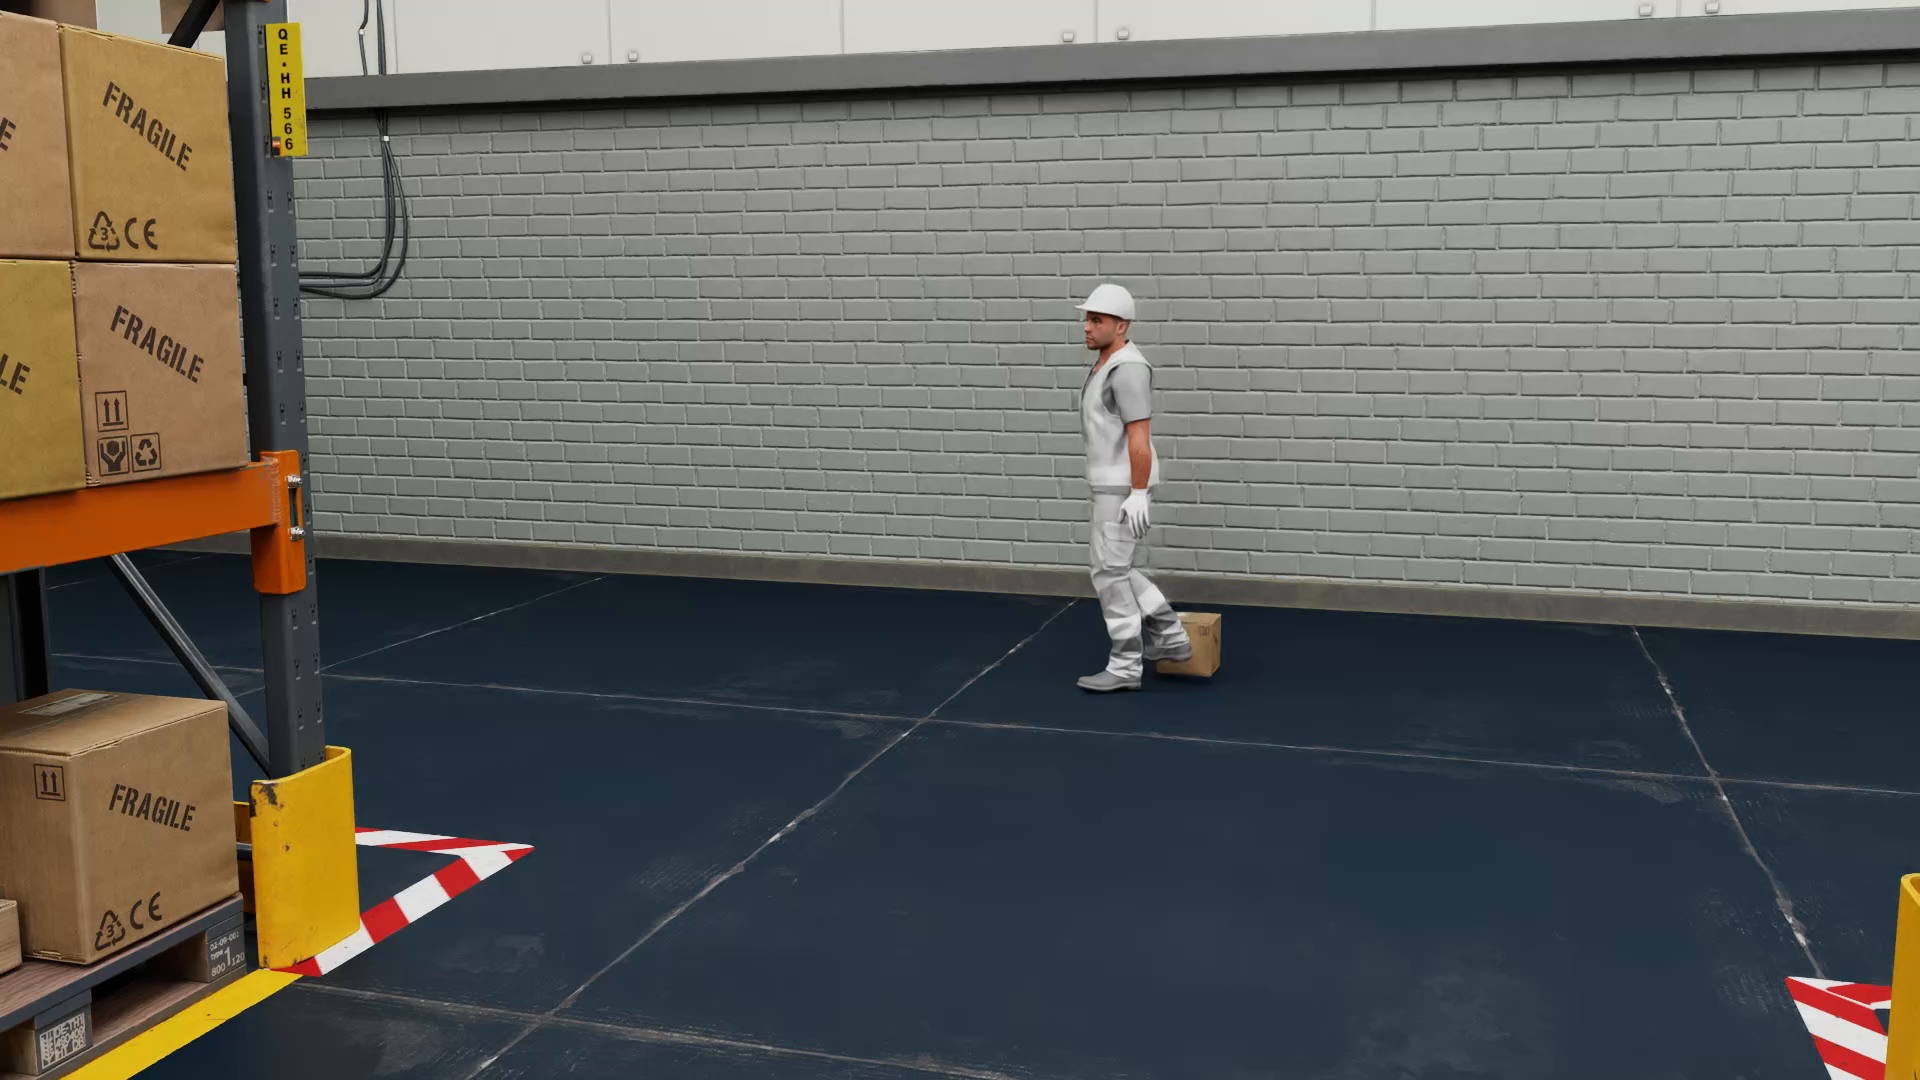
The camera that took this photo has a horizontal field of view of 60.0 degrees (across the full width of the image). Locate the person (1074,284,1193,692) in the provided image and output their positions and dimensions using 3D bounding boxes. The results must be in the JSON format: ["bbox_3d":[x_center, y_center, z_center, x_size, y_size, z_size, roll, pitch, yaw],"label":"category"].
[{"bbox_3d":[0.767,-0.222,7.283,0.578,1.777,0.585,0,8,-3],"label":"person"}]
